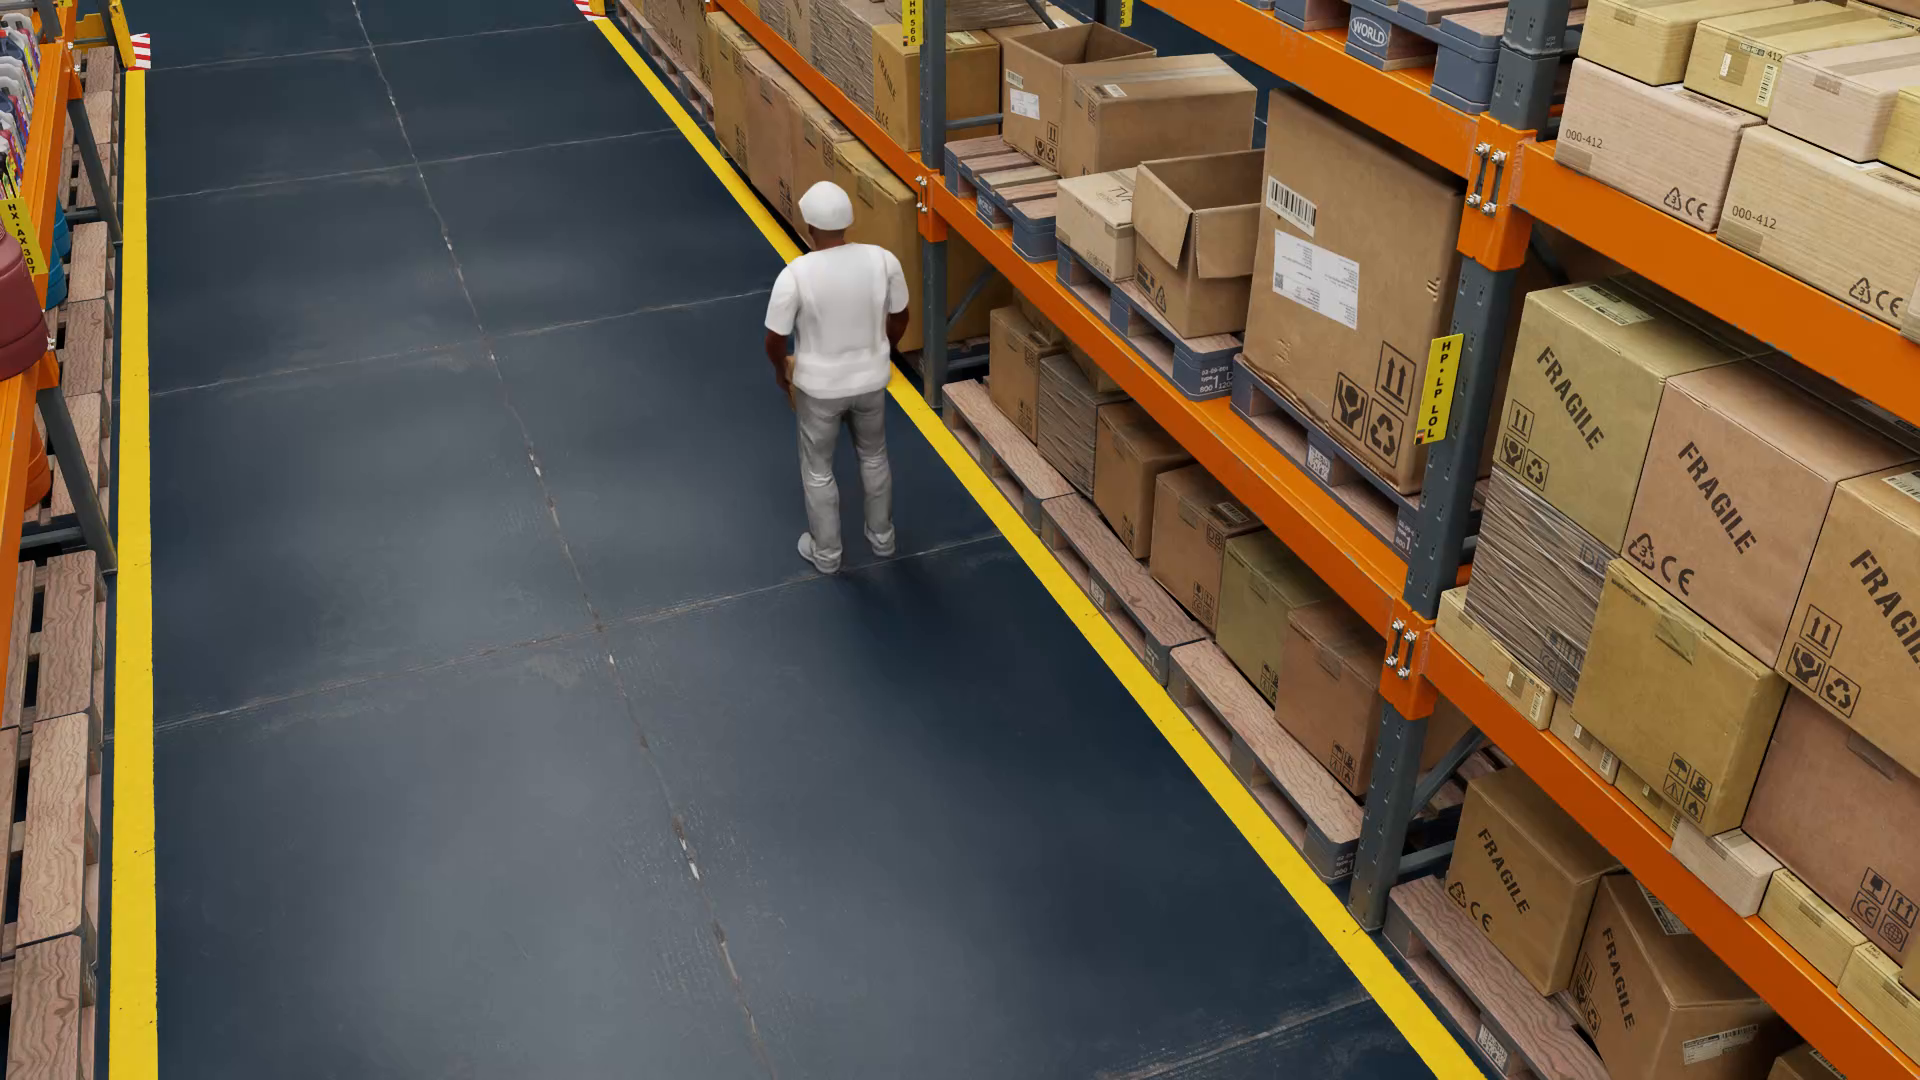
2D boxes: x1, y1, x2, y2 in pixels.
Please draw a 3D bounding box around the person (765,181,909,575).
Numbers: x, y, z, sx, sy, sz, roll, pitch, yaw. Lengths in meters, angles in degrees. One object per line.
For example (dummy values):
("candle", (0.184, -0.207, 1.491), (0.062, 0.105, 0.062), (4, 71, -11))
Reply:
("person", (-0.530, -0.703, 7.200), (0.636, 1.756, 0.434), (-13, 35, -18))
